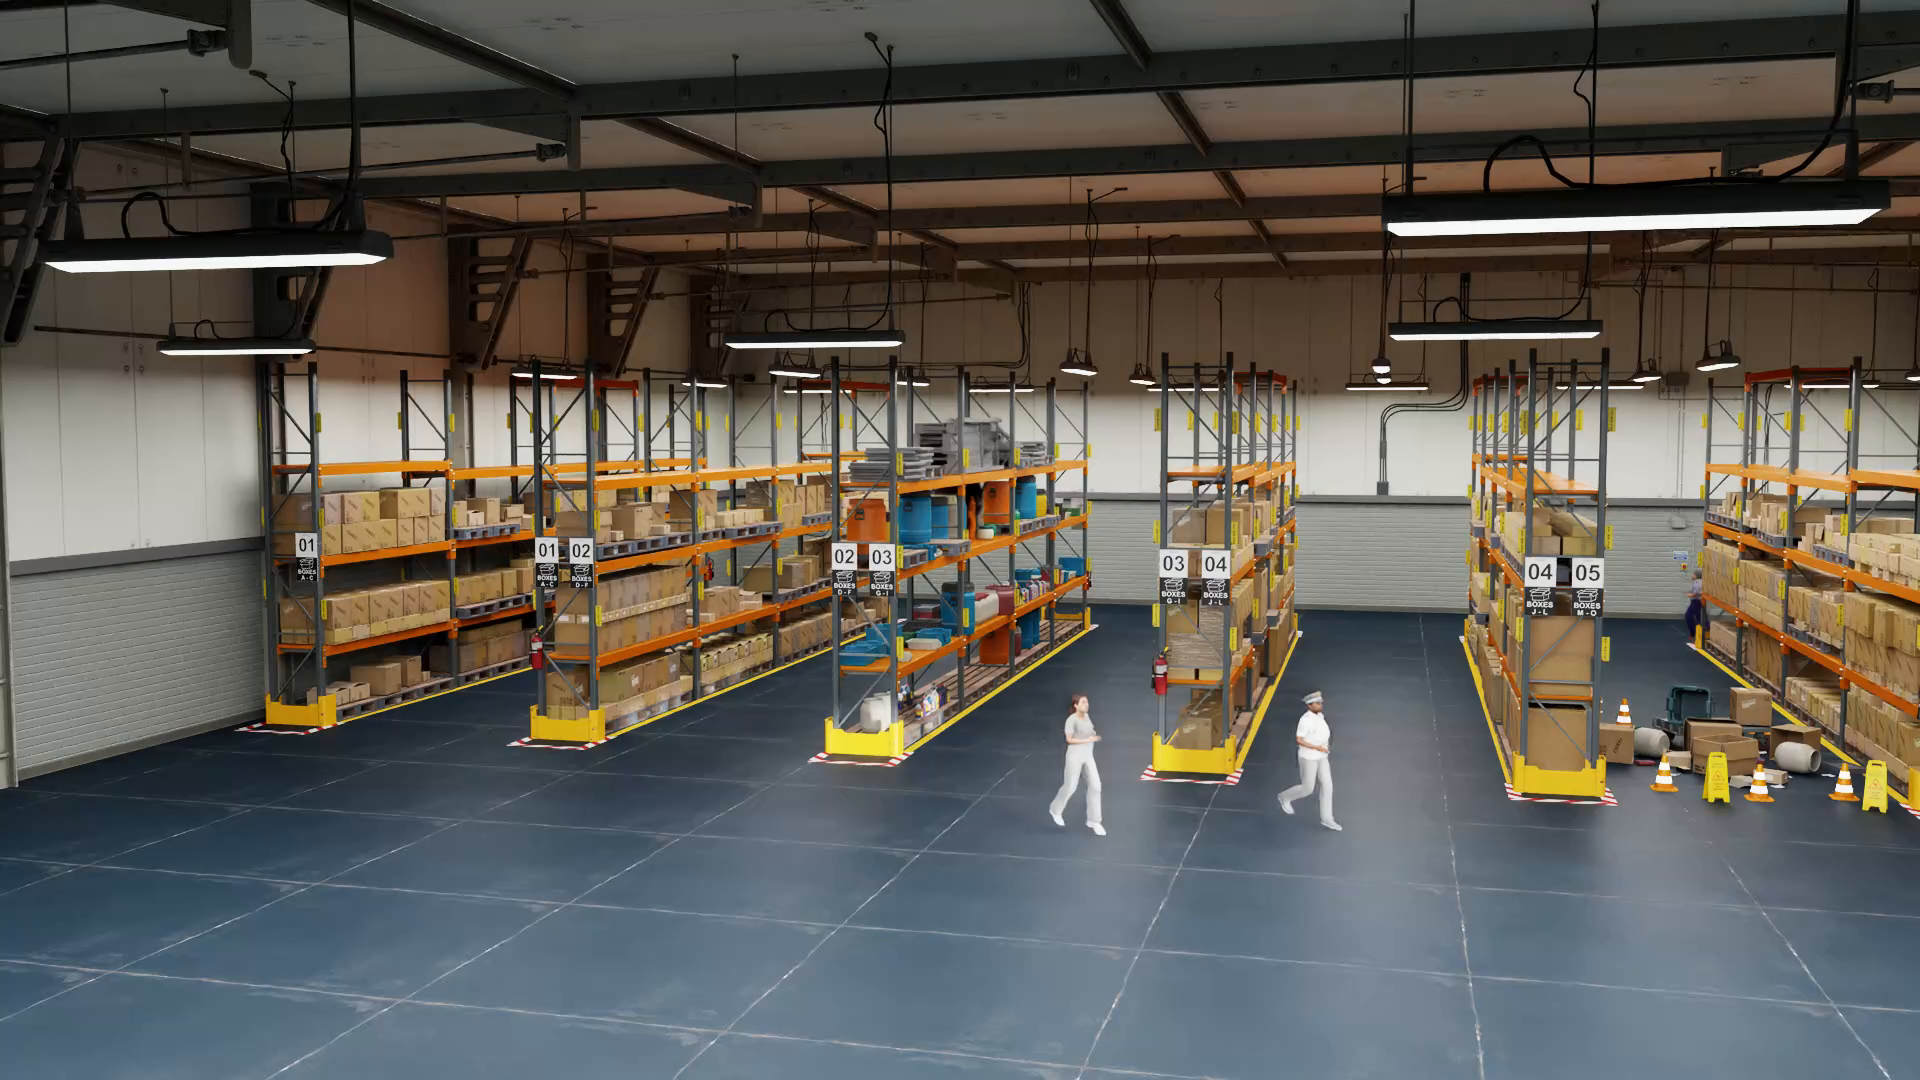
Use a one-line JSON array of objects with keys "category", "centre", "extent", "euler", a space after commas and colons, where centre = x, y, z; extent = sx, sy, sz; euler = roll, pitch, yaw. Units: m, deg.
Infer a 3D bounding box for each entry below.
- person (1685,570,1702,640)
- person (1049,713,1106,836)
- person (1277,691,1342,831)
[{"category": "person", "centre": [17.009, 1.524, 38.172], "extent": [0.677, 1.676, 0.650], "euler": [2, 4, 25]}, {"category": "person", "centre": [1.426, 2.845, 20.380], "extent": [0.525, 1.473, 0.832], "euler": [-4, 6, -43]}, {"category": "person", "centre": [4.359, 2.707, 20.635], "extent": [0.586, 1.695, 0.904], "euler": [-4, 5, -41]}]
